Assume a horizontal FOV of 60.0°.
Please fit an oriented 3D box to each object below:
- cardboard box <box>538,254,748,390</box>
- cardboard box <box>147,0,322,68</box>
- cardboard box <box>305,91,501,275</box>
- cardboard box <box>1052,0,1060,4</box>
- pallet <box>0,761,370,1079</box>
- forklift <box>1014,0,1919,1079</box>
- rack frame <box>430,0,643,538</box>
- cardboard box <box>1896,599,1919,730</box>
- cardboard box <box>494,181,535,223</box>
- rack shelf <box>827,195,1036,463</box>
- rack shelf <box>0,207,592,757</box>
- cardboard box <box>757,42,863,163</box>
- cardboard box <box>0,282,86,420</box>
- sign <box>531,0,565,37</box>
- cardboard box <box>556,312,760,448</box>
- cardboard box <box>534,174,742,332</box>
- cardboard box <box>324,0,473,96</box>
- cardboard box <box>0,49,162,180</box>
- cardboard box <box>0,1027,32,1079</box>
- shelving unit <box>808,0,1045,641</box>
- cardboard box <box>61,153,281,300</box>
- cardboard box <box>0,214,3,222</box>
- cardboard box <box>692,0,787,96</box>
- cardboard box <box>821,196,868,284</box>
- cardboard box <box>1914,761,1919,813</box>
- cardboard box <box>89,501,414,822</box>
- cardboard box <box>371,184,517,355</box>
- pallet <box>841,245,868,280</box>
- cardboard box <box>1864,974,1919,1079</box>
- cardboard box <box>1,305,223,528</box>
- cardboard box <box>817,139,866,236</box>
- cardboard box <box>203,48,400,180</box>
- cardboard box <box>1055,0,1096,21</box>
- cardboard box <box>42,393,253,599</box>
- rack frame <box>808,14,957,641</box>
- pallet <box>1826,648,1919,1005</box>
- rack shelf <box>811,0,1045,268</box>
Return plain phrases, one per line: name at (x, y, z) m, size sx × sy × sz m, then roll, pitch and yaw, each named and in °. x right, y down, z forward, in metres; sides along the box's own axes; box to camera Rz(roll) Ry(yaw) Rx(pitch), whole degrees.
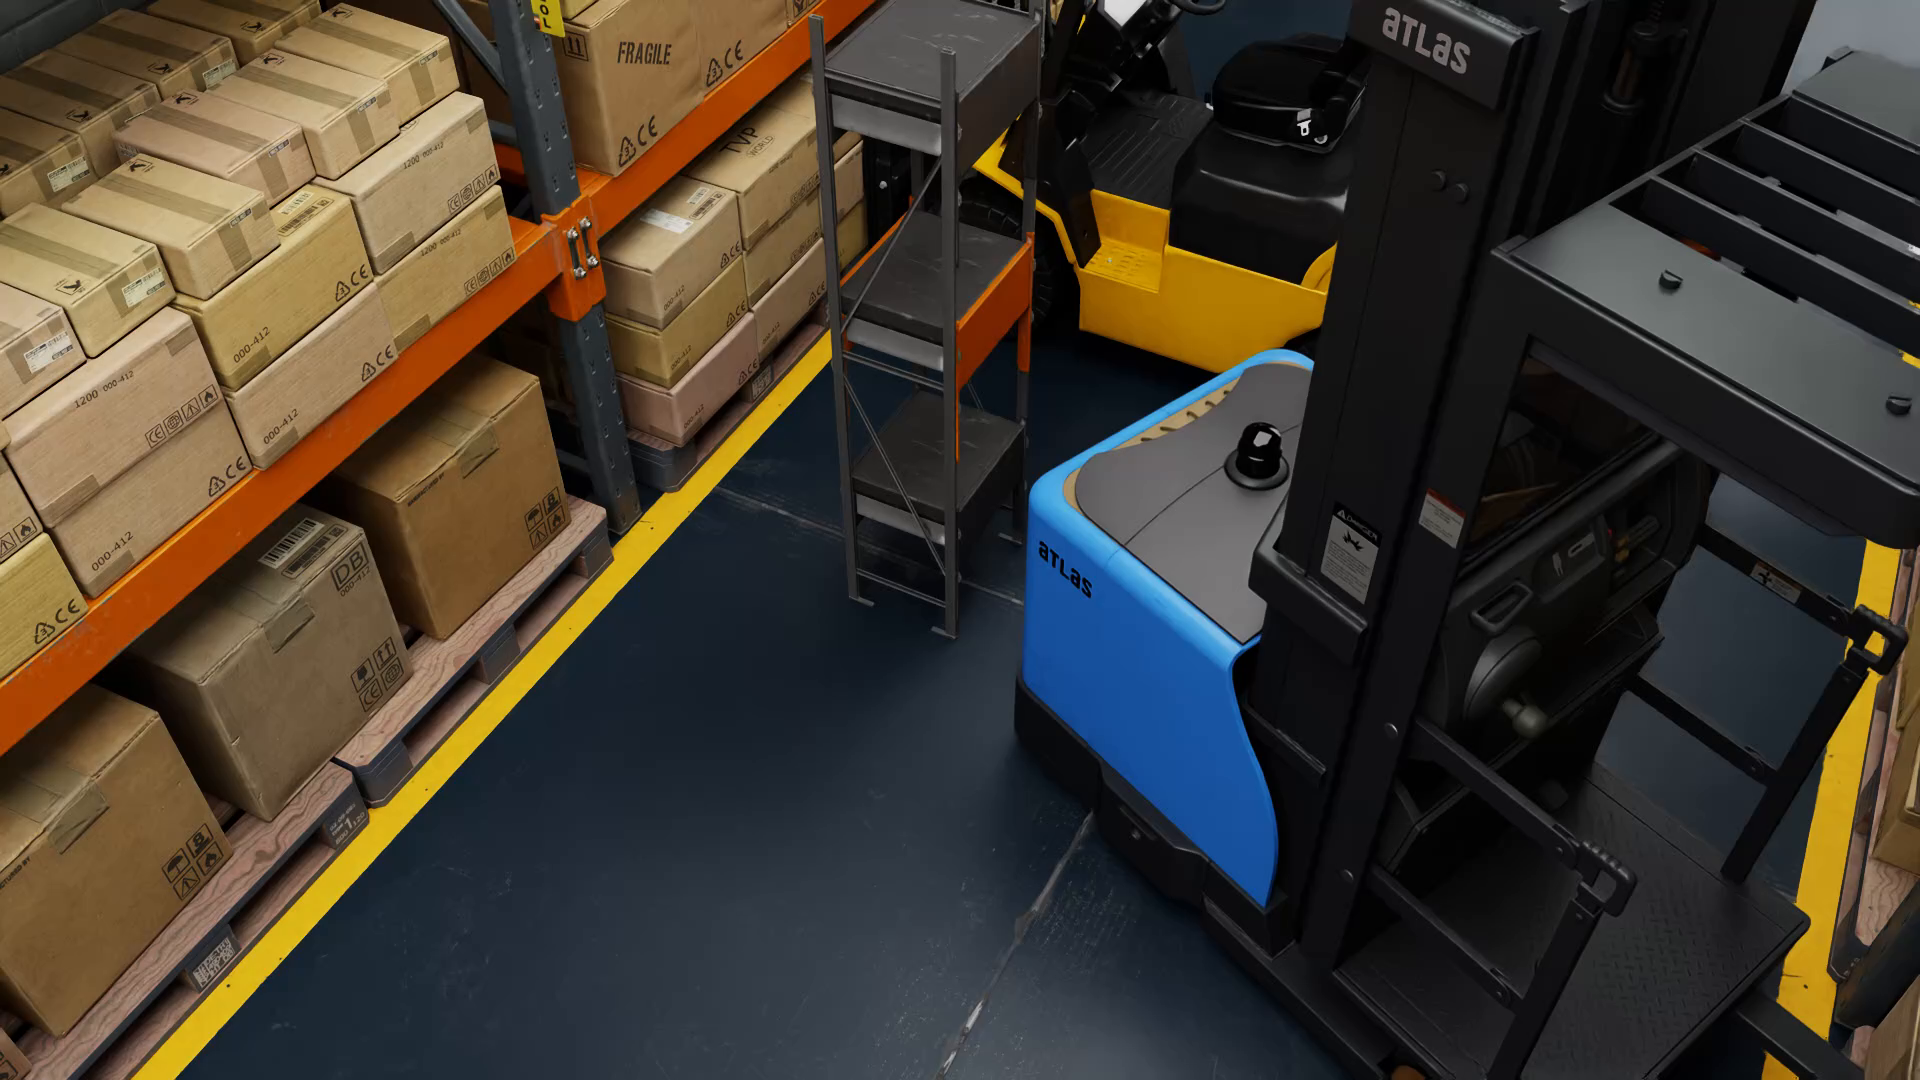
cardboard box at (-1.086, -0.825, 5.743) m, size 0.500 × 0.250 × 0.500 m, roll 20°, pitch 49°, yaw 19°
cardboard box at (-1.937, -1.378, 4.477) m, size 0.380 × 0.149 × 0.250 m, roll 19°, pitch 48°, yaw 18°
cardboard box at (-1.585, -0.995, 4.378) m, size 0.500 × 0.250 × 0.500 m, roll 19°, pitch 48°, yaw 18°
cardboard box at (0.324, -2.732, 7.628) m, size 0.500 × 0.250 × 0.500 m, roll 20°, pitch 49°, yaw 19°
pallet at (-2.456, 0.963, 4.650) m, size 1.003 × 0.211 × 1.213 m, roll 20°, pitch 49°, yaw 19°
forklift at (1.480, 0.178, 3.513) m, size 1.130 × 2.935 × 3.031 m, roll -30°, pitch 52°, yaw -26°
rack frame at (-1.584, -1.266, 4.892) m, size 1.000 × 3.000 × 0.127 m, roll 20°, pitch 49°, yaw 19°
cardboard box at (3.089, 0.390, 4.894) m, size 0.500 × 0.250 × 0.500 m, roll 19°, pitch 48°, yaw 18°
cardboard box at (-1.526, -1.172, 5.734) m, size 0.500 × 0.250 × 0.500 m, roll 21°, pitch 49°, yaw 20°
rack shelf at (-0.077, -0.624, 4.910) m, size 0.431 × 0.518 × 0.480 m, roll 20°, pitch 49°, yaw 19°
rack shelf at (-2.512, 0.247, 3.903) m, size 1.077 × 0.370 × 4.000 m, roll 20°, pitch 49°, yaw 19°
cardboard box at (-0.614, -1.635, 6.192) m, size 0.500 × 0.250 × 0.500 m, roll 22°, pitch 49°, yaw 20°
cardboard box at (-2.112, -0.426, 3.535) m, size 0.380 × 0.149 × 0.250 m, roll 21°, pitch 49°, yaw 19°
sign at (-1.098, -1.472, 4.337) m, size 0.100 × 0.325 × 0.005 m, roll 20°, pitch 49°, yaw 19°
cardboard box at (-1.066, -0.642, 5.914) m, size 0.500 × 0.250 × 0.500 m, roll 21°, pitch 49°, yaw 19°
cardboard box at (-1.081, -0.999, 5.564) m, size 0.500 × 0.250 × 0.500 m, roll 20°, pitch 49°, yaw 18°
cardboard box at (-1.614, -1.673, 5.224) m, size 0.500 × 0.500 × 0.500 m, roll 20°, pitch 49°, yaw 19°
cardboard box at (-2.224, -1.069, 4.172) m, size 0.380 × 0.149 × 0.250 m, roll 20°, pitch 49°, yaw 19°
cardboard box at (-2.842, 1.139, 3.890) m, size 0.875 × 0.625 × 0.625 m, roll 22°, pitch 49°, yaw 20°
shelving unit at (-0.077, -0.634, 4.900) m, size 0.431 × 2.100 × 0.503 m, roll 20°, pitch 49°, yaw 19°
cardboard box at (-1.814, -0.725, 3.832) m, size 0.380 × 0.149 × 0.250 m, roll 19°, pitch 48°, yaw 18°
cardboard box at (-2.463, -0.753, 3.859) m, size 0.380 × 0.149 × 0.250 m, roll 20°, pitch 49°, yaw 19°
cardboard box at (-0.919, -1.828, 5.377) m, size 0.500 × 0.500 × 0.500 m, roll 21°, pitch 49°, yaw 20°
cardboard box at (-0.619, -1.296, 6.560) m, size 0.500 × 0.250 × 0.500 m, roll 21°, pitch 49°, yaw 20°
cardboard box at (2.852, 0.465, 4.292) m, size 0.500 × 0.500 × 0.500 m, roll 20°, pitch 49°, yaw 19°
cardboard box at (-2.183, 0.240, 4.778) m, size 0.875 × 0.625 × 0.625 m, roll 20°, pitch 49°, yaw 19°
cardboard box at (-1.586, -0.809, 4.546) m, size 0.500 × 0.250 × 0.500 m, roll 22°, pitch 49°, yaw 20°
pallet at (-0.612, -1.544, 7.128) m, size 1.003 × 0.211 × 1.213 m, roll 20°, pitch 49°, yaw 19°
cardboard box at (2.573, 1.478, 3.732) m, size 0.950 × 0.372 × 0.625 m, roll 21°, pitch 49°, yaw 20°
cardboard box at (-2.060, -0.348, 3.739) m, size 0.500 × 0.250 × 0.500 m, roll 21°, pitch 49°, yaw 20°
cardboard box at (-0.610, -1.456, 6.367) m, size 0.500 × 0.250 × 0.500 m, roll 20°, pitch 49°, yaw 19°
cardboard box at (-1.649, -1.072, 4.174) m, size 0.380 × 0.149 × 0.250 m, roll 20°, pitch 49°, yaw 18°
cardboard box at (0.335, -2.566, 7.815) m, size 0.500 × 0.250 × 0.500 m, roll 21°, pitch 49°, yaw 19°
cardboard box at (-2.072, -0.188, 3.932) m, size 0.500 × 0.250 × 0.500 m, roll 21°, pitch 49°, yaw 19°
rack frame at (-0.190, -0.480, 4.748) m, size 0.400 × 2.100 × 0.015 m, roll 20°, pitch 49°, yaw 19°
pallet at (3.095, 0.916, 4.696) m, size 1.003 × 0.211 × 1.213 m, roll 20°, pitch 49°, yaw 19°
rack shelf at (-0.077, -1.116, 4.412) m, size 0.431 × 0.518 × 0.480 m, roll 20°, pitch 49°, yaw 19°
